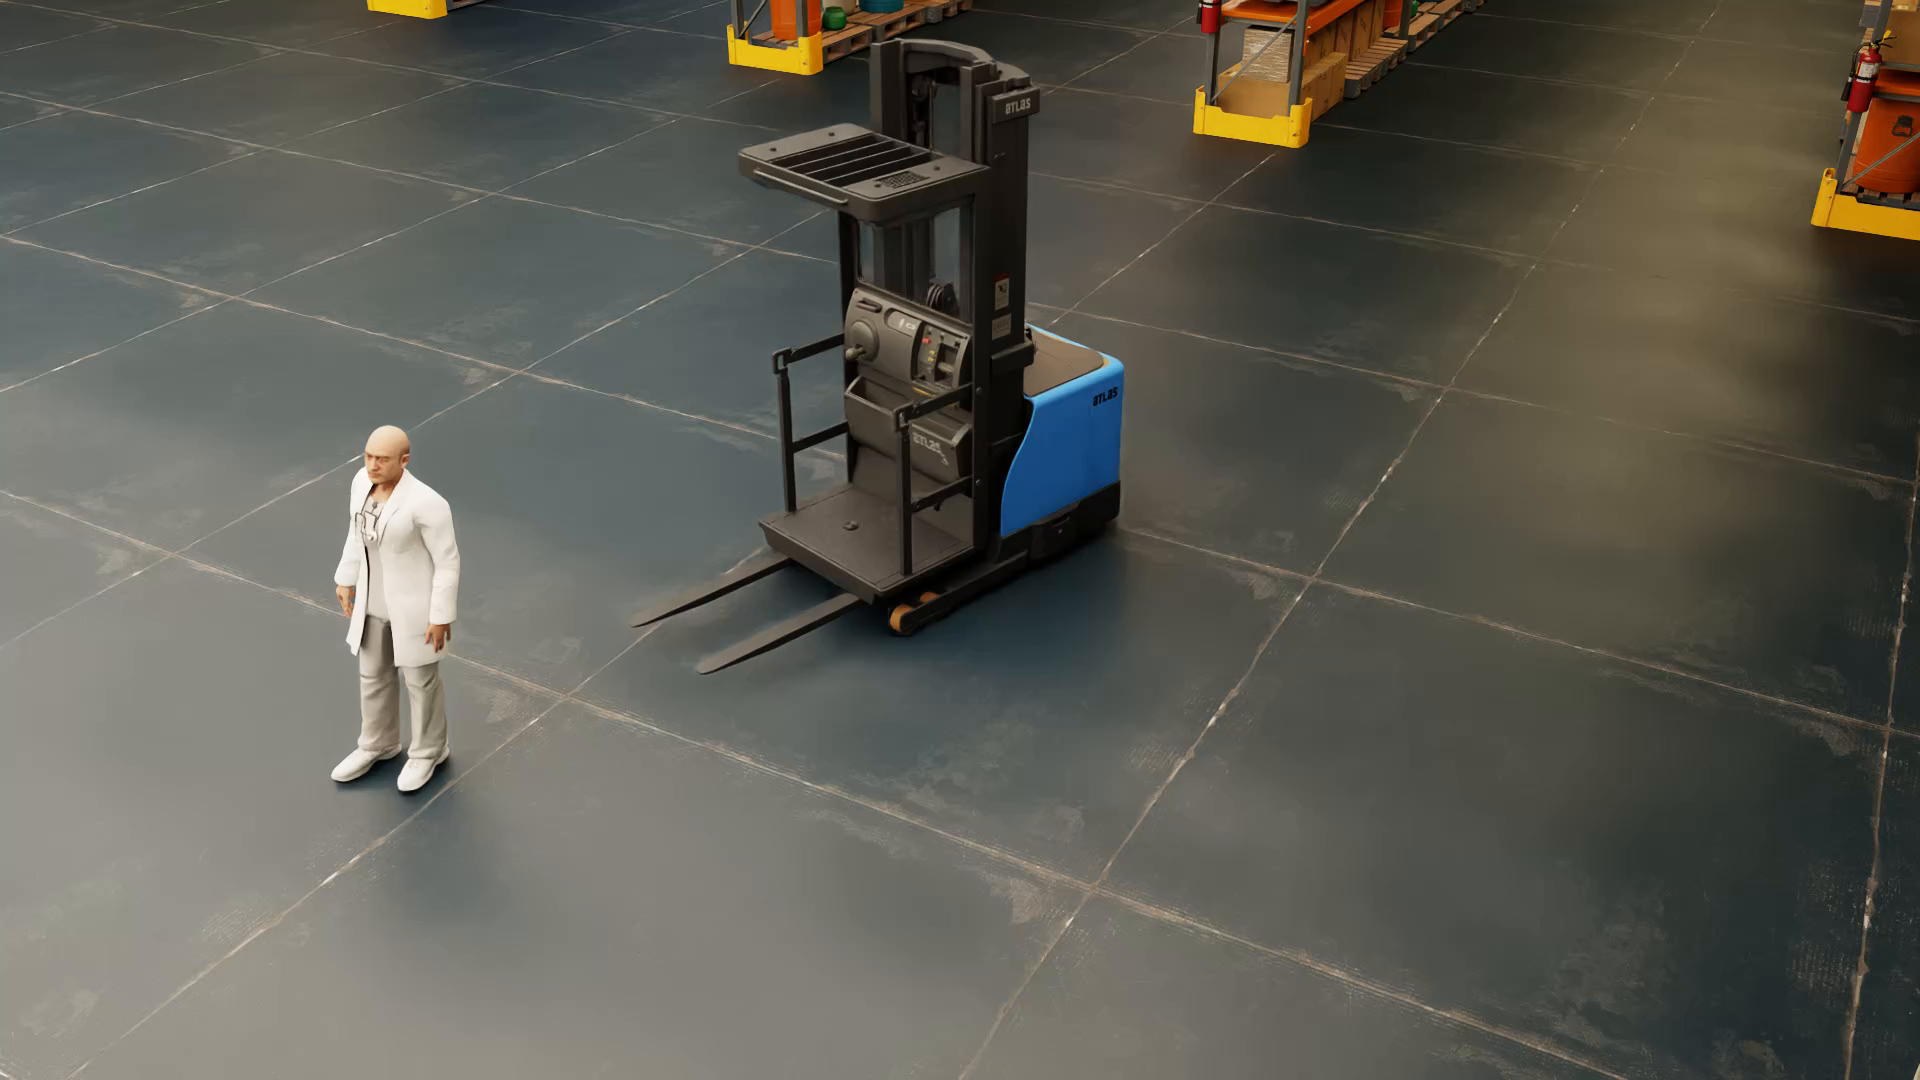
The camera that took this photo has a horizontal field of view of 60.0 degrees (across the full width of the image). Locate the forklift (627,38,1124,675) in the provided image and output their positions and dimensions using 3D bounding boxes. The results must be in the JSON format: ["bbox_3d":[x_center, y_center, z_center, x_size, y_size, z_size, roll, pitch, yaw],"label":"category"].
[{"bbox_3d":[-0.442,-1.043,8.879,3.031,2.935,1.130,-26,39,-37],"label":"forklift"}]

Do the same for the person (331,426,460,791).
[{"bbox_3d":[-2.633,0.340,7.628,0.692,1.781,0.566,15,33,24],"label":"person"}]
